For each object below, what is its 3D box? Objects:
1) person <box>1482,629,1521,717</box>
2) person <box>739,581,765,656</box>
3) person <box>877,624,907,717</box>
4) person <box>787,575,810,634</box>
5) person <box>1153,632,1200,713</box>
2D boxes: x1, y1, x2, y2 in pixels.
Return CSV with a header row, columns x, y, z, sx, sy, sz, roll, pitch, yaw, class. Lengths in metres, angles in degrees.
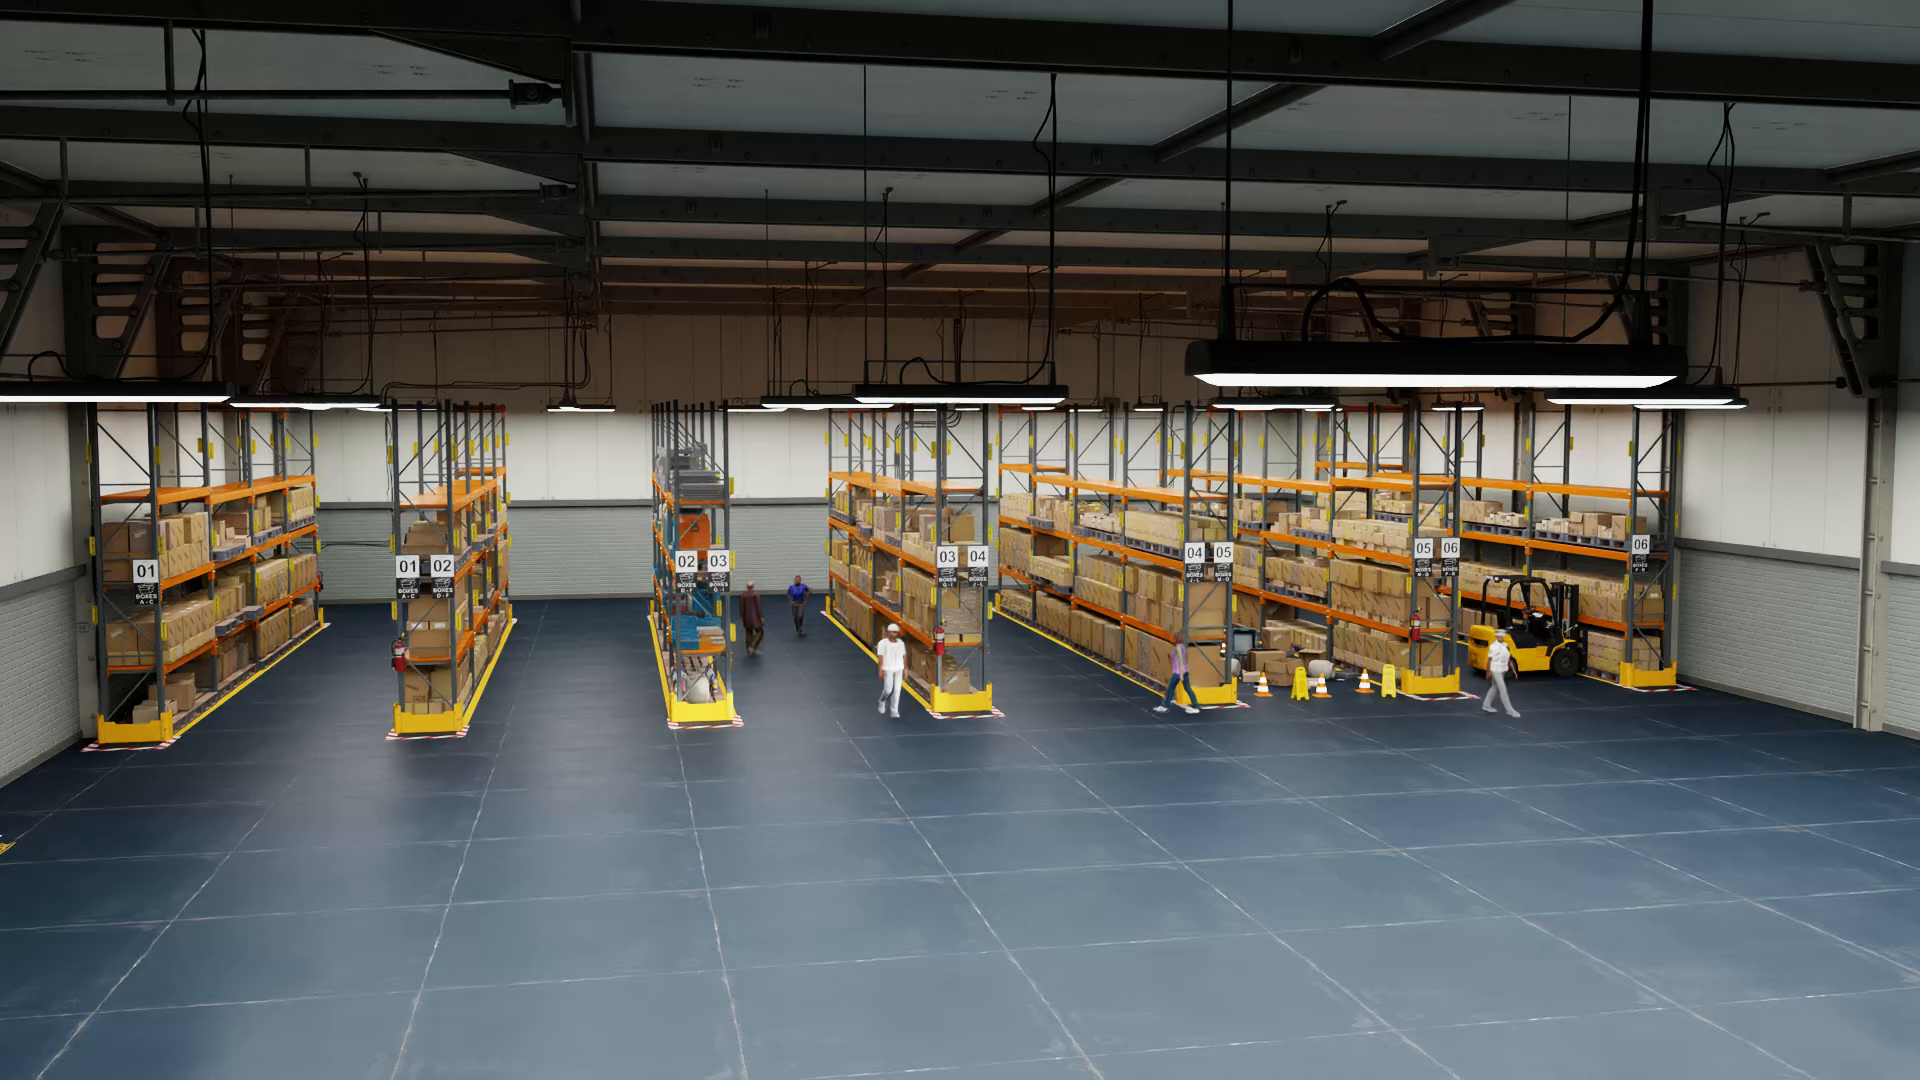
x,y,z,sx,sy,sz,roll,pitch,yaw,class
10.307,2.503,31.609,0.459,1.634,0.917,-3,5,-36,person
-4.962,1.864,39.475,0.627,1.778,0.573,2,5,23,person
-1.282,2.470,31.500,0.584,1.751,0.621,-2,5,-26,person
-4.193,1.694,43.213,0.582,1.555,0.739,0,4,0,person
4.179,2.527,31.864,0.901,1.541,0.438,2,5,29,person
